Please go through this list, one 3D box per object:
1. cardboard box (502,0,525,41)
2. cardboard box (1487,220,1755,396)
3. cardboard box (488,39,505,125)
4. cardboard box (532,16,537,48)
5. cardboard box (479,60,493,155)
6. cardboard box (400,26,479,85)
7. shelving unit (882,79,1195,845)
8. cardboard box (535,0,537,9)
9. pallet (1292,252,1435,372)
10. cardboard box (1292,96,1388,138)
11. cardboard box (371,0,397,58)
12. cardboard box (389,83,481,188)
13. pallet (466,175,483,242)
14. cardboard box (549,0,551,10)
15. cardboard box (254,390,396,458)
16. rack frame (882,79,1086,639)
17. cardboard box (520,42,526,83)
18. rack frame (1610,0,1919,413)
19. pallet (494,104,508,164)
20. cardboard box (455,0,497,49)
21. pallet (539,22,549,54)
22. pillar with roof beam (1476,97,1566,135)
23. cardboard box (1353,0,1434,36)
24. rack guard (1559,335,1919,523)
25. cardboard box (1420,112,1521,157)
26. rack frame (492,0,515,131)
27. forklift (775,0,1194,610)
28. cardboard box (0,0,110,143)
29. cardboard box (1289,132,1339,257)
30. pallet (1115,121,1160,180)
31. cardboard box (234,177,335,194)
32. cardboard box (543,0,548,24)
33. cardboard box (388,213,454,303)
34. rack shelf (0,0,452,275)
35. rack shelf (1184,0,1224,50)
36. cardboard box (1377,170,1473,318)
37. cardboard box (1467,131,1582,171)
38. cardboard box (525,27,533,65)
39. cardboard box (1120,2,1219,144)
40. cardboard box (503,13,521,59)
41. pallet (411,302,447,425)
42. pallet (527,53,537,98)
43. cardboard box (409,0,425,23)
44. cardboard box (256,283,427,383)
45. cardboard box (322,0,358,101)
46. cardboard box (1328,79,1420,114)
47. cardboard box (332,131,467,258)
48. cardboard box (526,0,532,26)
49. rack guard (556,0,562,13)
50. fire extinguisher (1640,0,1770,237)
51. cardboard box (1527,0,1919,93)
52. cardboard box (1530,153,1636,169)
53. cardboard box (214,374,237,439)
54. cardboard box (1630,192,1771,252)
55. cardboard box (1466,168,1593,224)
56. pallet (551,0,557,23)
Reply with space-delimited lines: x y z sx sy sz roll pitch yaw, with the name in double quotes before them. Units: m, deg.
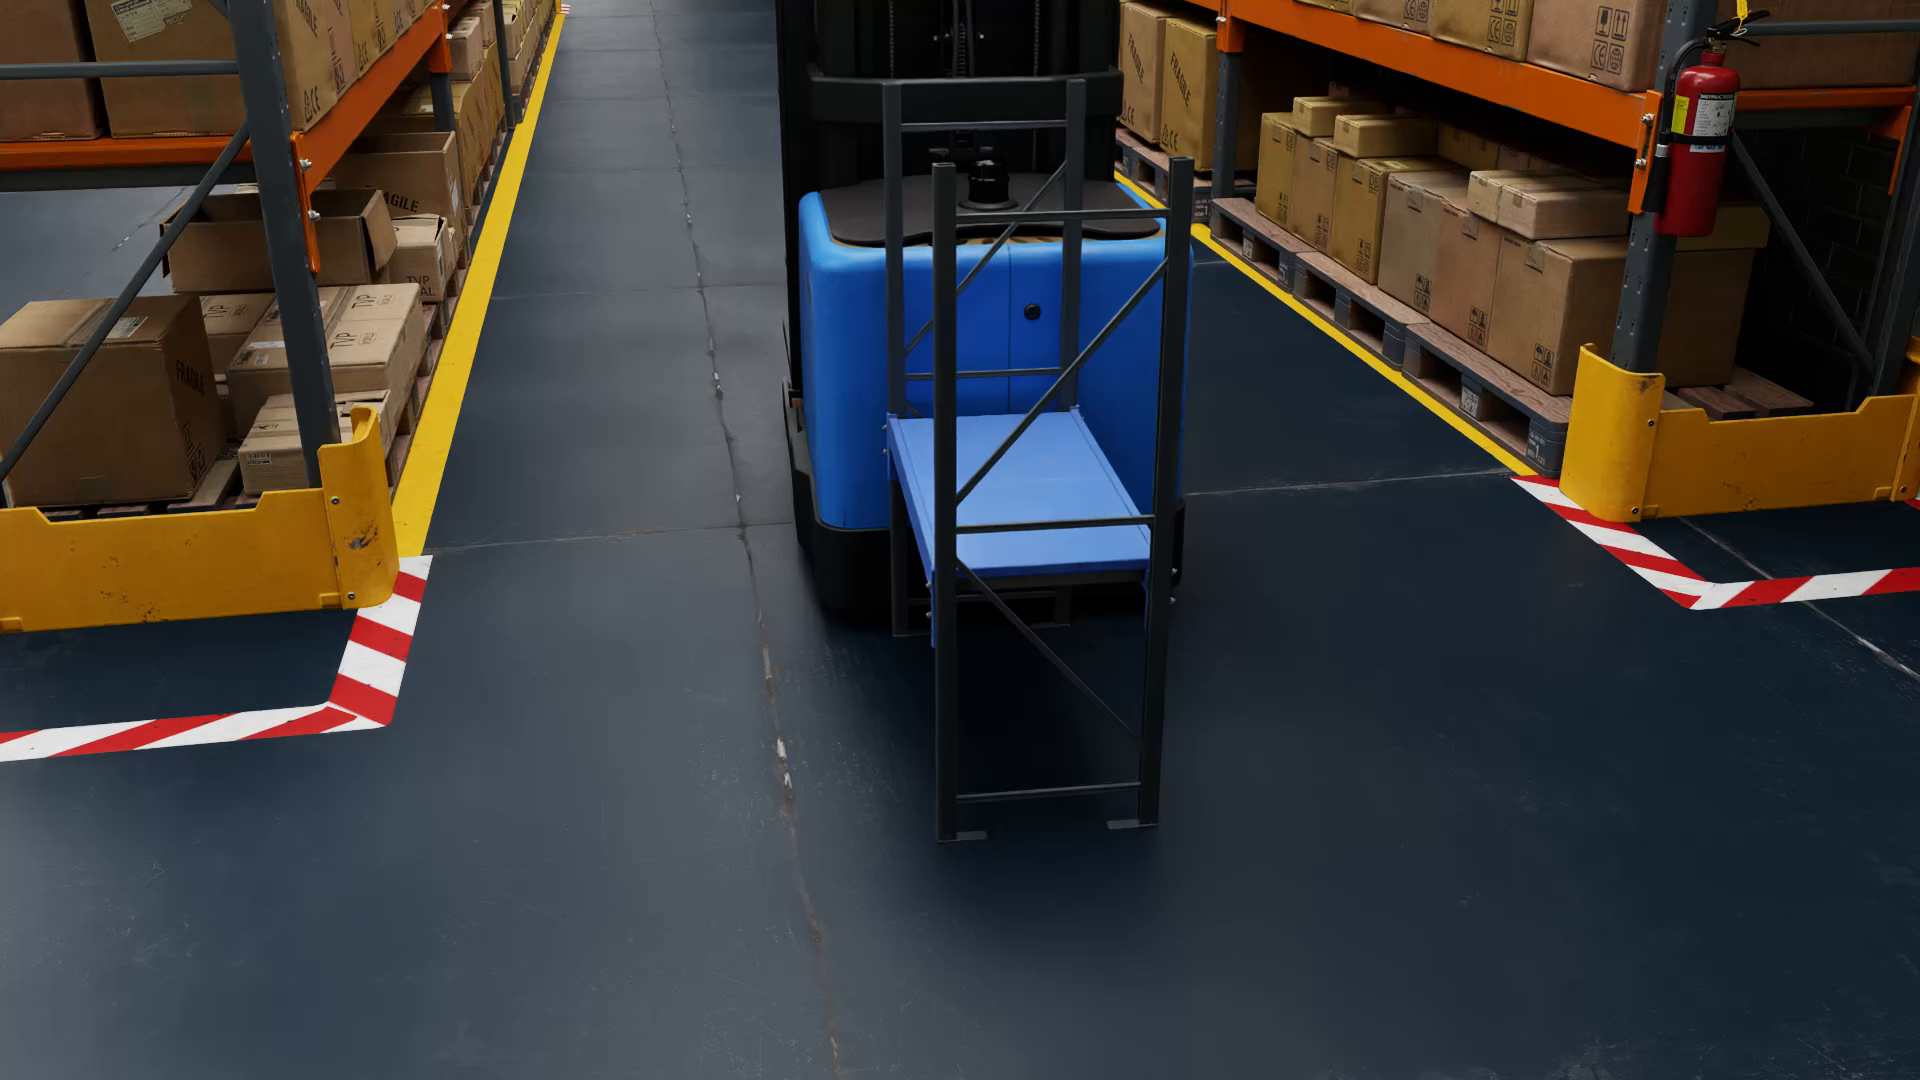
"cardboard box" -3.732 -4.148 13.210 0.500 0.311 0.500 -5 24 -11
"cardboard box" 2.393 -0.861 6.071 0.700 0.500 0.500 -4 24 -10
"cardboard box" -3.323 -3.030 11.013 0.500 0.500 0.500 -3 24 -8
"cardboard box" -4.013 -4.489 14.692 0.500 0.250 0.500 -5 24 -11
"cardboard box" -3.124 -2.620 10.075 0.500 0.500 0.500 -5 24 -12
"cardboard box" -3.022 -2.752 9.441 0.500 0.250 0.500 -4 24 -10
"shelving unit" 0.129 -0.230 3.904 0.538 1.500 1.048 -3 24 -7
"cardboard box" -4.109 -4.949 15.044 0.500 0.311 0.500 -4 24 -10
"pallet" 2.174 -1.055 7.403 1.003 0.211 1.213 -4 24 -10
"cardboard box" 1.802 -2.013 7.900 0.380 0.149 0.250 -4 24 -8
"cardboard box" -2.351 -2.014 5.990 0.500 0.500 0.500 -4 24 -9
"cardboard box" -2.946 -2.224 9.169 0.500 0.500 0.500 -4 24 -9
"pallet" -3.174 -1.790 9.085 1.003 0.211 1.213 -4 24 -10
"cardboard box" -4.527 -5.625 17.293 0.500 0.250 0.500 -4 24 -10
"cardboard box" -2.033 -0.369 5.338 0.380 0.166 0.250 -4 24 -10
"rack frame" 0.060 -0.432 4.365 0.500 1.500 0.032 -3 24 -7
"cardboard box" -3.628 -3.682 12.844 0.500 0.250 0.500 -5 24 -11
"rack frame" 2.620 -1.546 5.041 1.000 3.000 0.127 -4 24 -10
"pallet" -3.626 -2.750 11.283 1.003 0.211 1.213 -4 24 -10
"cardboard box" -3.308 -3.352 10.813 0.500 0.250 0.500 -3 24 -8
"pallet" -4.572 -4.936 16.287 1.003 0.211 1.213 -4 24 -10
"pillar with roof beam" -1.370 -5.338 6.230 9.100 9.000 0.400 -4 24 -10
"cardboard box" 2.239 -2.469 6.780 0.980 0.700 0.700 -5 24 -12
"rack guard" 2.625 -0.391 5.520 1.175 0.500 0.348 -4 24 -10
"cardboard box" 2.281 -1.823 7.464 0.380 0.149 0.250 -4 24 -9
"rack frame" -3.726 -4.324 11.403 1.000 3.000 0.127 -4 24 -10
"forklift" -0.070 -1.705 5.492 1.130 2.935 3.031 -3 24 -7
"cardboard box" -2.597 -1.379 4.536 0.500 0.500 0.500 -4 24 -8
"cardboard box" 2.008 -1.666 7.916 0.700 0.500 0.500 -5 24 -10
"pallet" 1.435 -2.620 10.985 1.003 0.211 1.213 -4 24 -10
"cardboard box" -3.122 -1.539 7.836 0.500 0.311 0.500 -4 24 -10
"cardboard box" -4.341 -5.232 16.392 0.500 0.250 0.500 -4 24 -10
"cardboard box" -2.464 -1.222 7.110 0.500 0.311 0.500 -4 24 -10
"rack shelf" -2.617 -1.635 6.144 1.077 0.370 4.000 -4 24 -10
"rack shelf" 1.511 -3.576 10.589 1.077 0.370 4.000 -4 24 -10
"cardboard box" 2.207 -1.255 6.974 0.700 0.500 0.500 -5 24 -11
"cardboard box" 2.376 -1.622 7.004 0.380 0.149 0.250 -4 24 -9
"cardboard box" -3.825 -4.088 13.773 0.500 0.250 0.500 -4 24 -9
"cardboard box" 1.466 -2.922 10.353 0.750 0.750 0.750 -4 24 -8
"cardboard box" -3.535 -3.741 12.279 0.500 0.311 0.500 -4 24 -8
"pallet" -2.632 -0.722 6.639 1.003 0.211 1.213 -4 24 -10
"pallet" -4.062 -3.852 13.806 1.003 0.211 1.213 -4 24 -10
"cardboard box" -2.545 -2.416 6.910 0.500 0.500 0.500 -4 24 -8
"cardboard box" -2.254 -0.747 6.099 0.500 0.250 0.500 -4 24 -10
"cardboard box" -2.171 -1.620 5.087 0.500 0.500 0.500 -5 24 -10
"cardboard box" 2.087 -2.233 8.403 0.380 0.149 0.250 -4 24 -10
"cardboard box" -2.603 -1.604 7.748 0.500 0.500 0.500 -4 24 -10
"cardboard box" -3.917 -4.548 14.126 0.500 0.311 0.500 -4 24 -10
"rack guard" -5.210 -6.335 19.130 1.175 0.500 0.348 -4 24 -10
"fire extinguisher" 2.195 -1.246 4.917 0.296 0.674 0.183 -4 24 -10
"cardboard box" 2.516 -1.883 5.439 0.980 0.700 0.700 -3 24 -7
"cardboard box" 2.472 -1.421 6.544 0.380 0.149 0.250 -4 24 -9
"cardboard box" -2.576 -0.442 5.505 0.380 0.166 0.250 -4 24 -10
"cardboard box" 2.612 -1.123 5.862 0.380 0.149 0.250 -4 24 -9
"cardboard box" 2.142 -1.295 6.256 0.380 0.149 0.250 -4 24 -8
"pallet" -5.023 -5.895 18.485 1.003 0.211 1.213 -4 24 -10
